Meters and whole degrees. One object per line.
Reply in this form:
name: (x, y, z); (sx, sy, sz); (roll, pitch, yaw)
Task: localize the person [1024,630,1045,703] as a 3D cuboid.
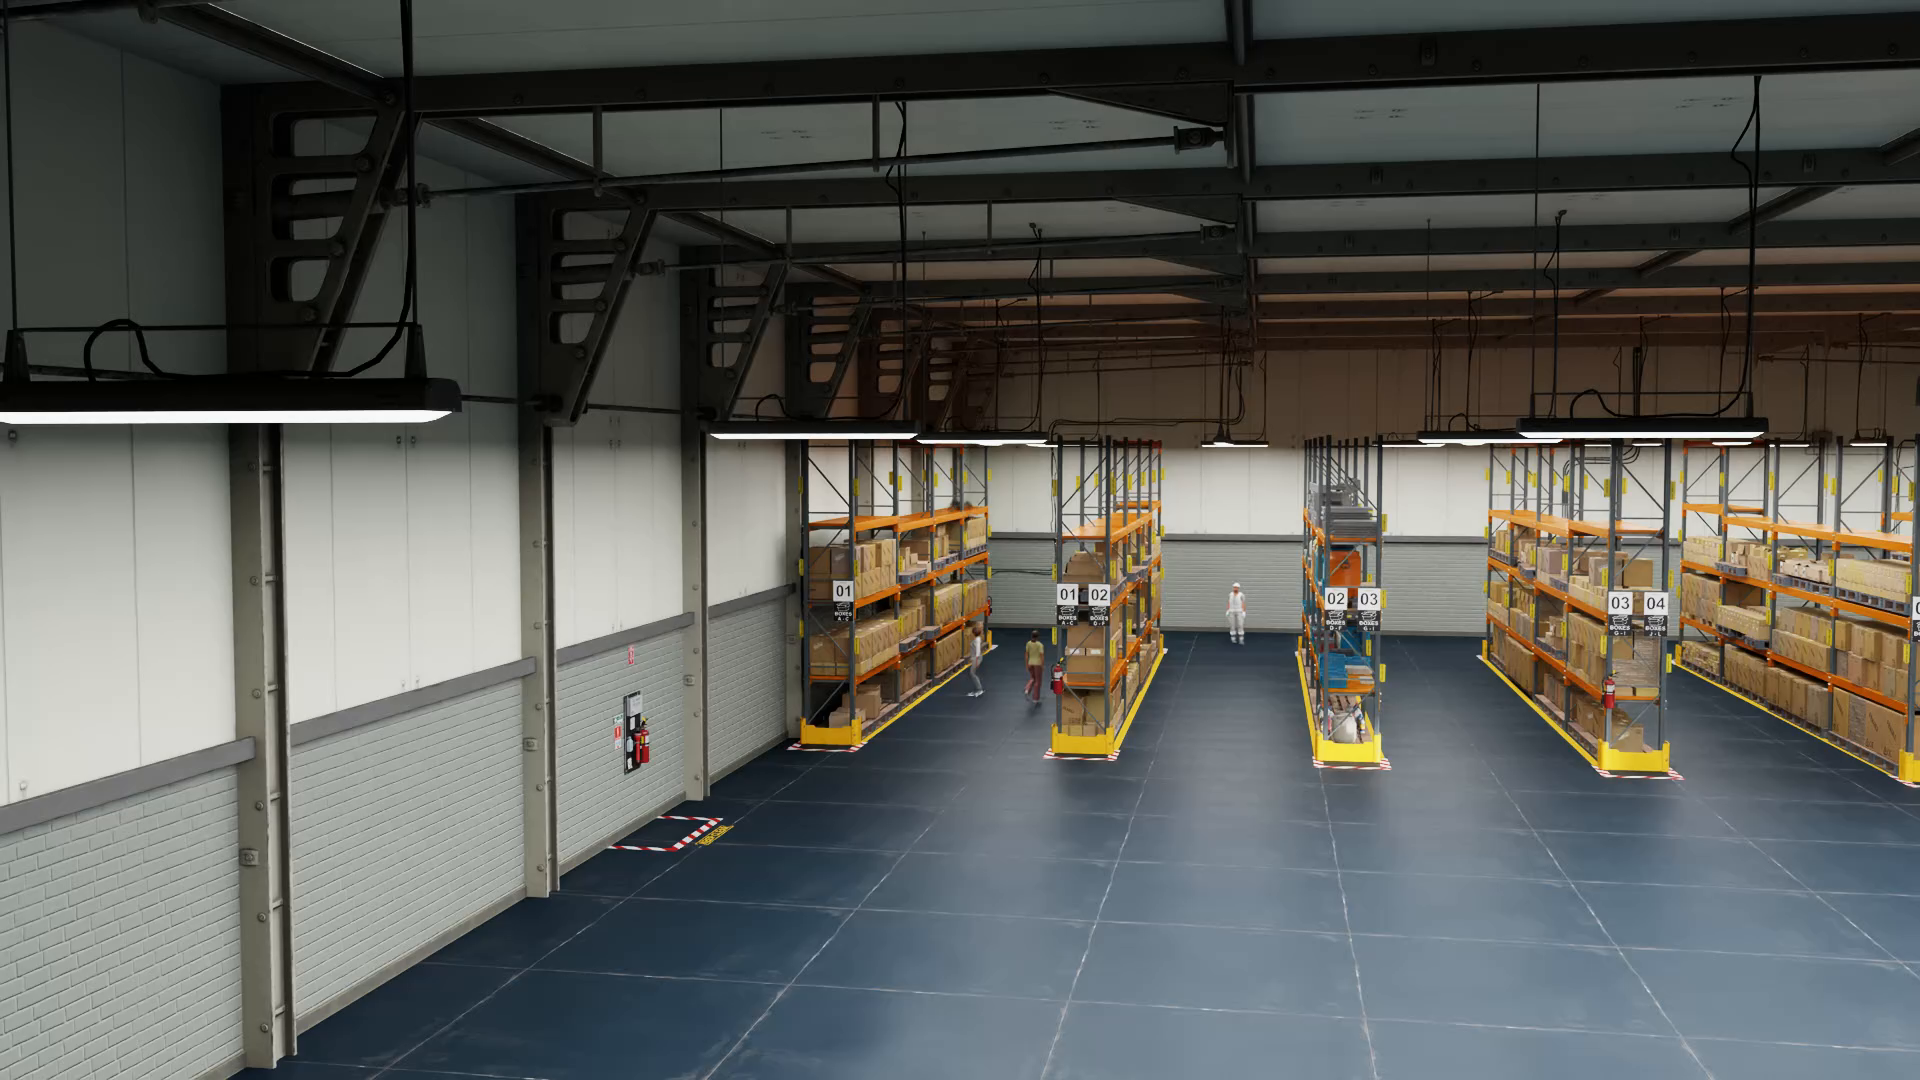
person: (1.693, 2.849, 37.511); (0.452, 1.660, 0.523); (3, 4, 44)

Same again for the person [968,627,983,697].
person: (0.358, 2.829, 38.712); (0.342, 1.613, 0.463); (0, 3, -1)

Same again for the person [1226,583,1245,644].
person: (8.159, 2.169, 49.233); (0.564, 1.792, 0.593); (1, 3, 11)
